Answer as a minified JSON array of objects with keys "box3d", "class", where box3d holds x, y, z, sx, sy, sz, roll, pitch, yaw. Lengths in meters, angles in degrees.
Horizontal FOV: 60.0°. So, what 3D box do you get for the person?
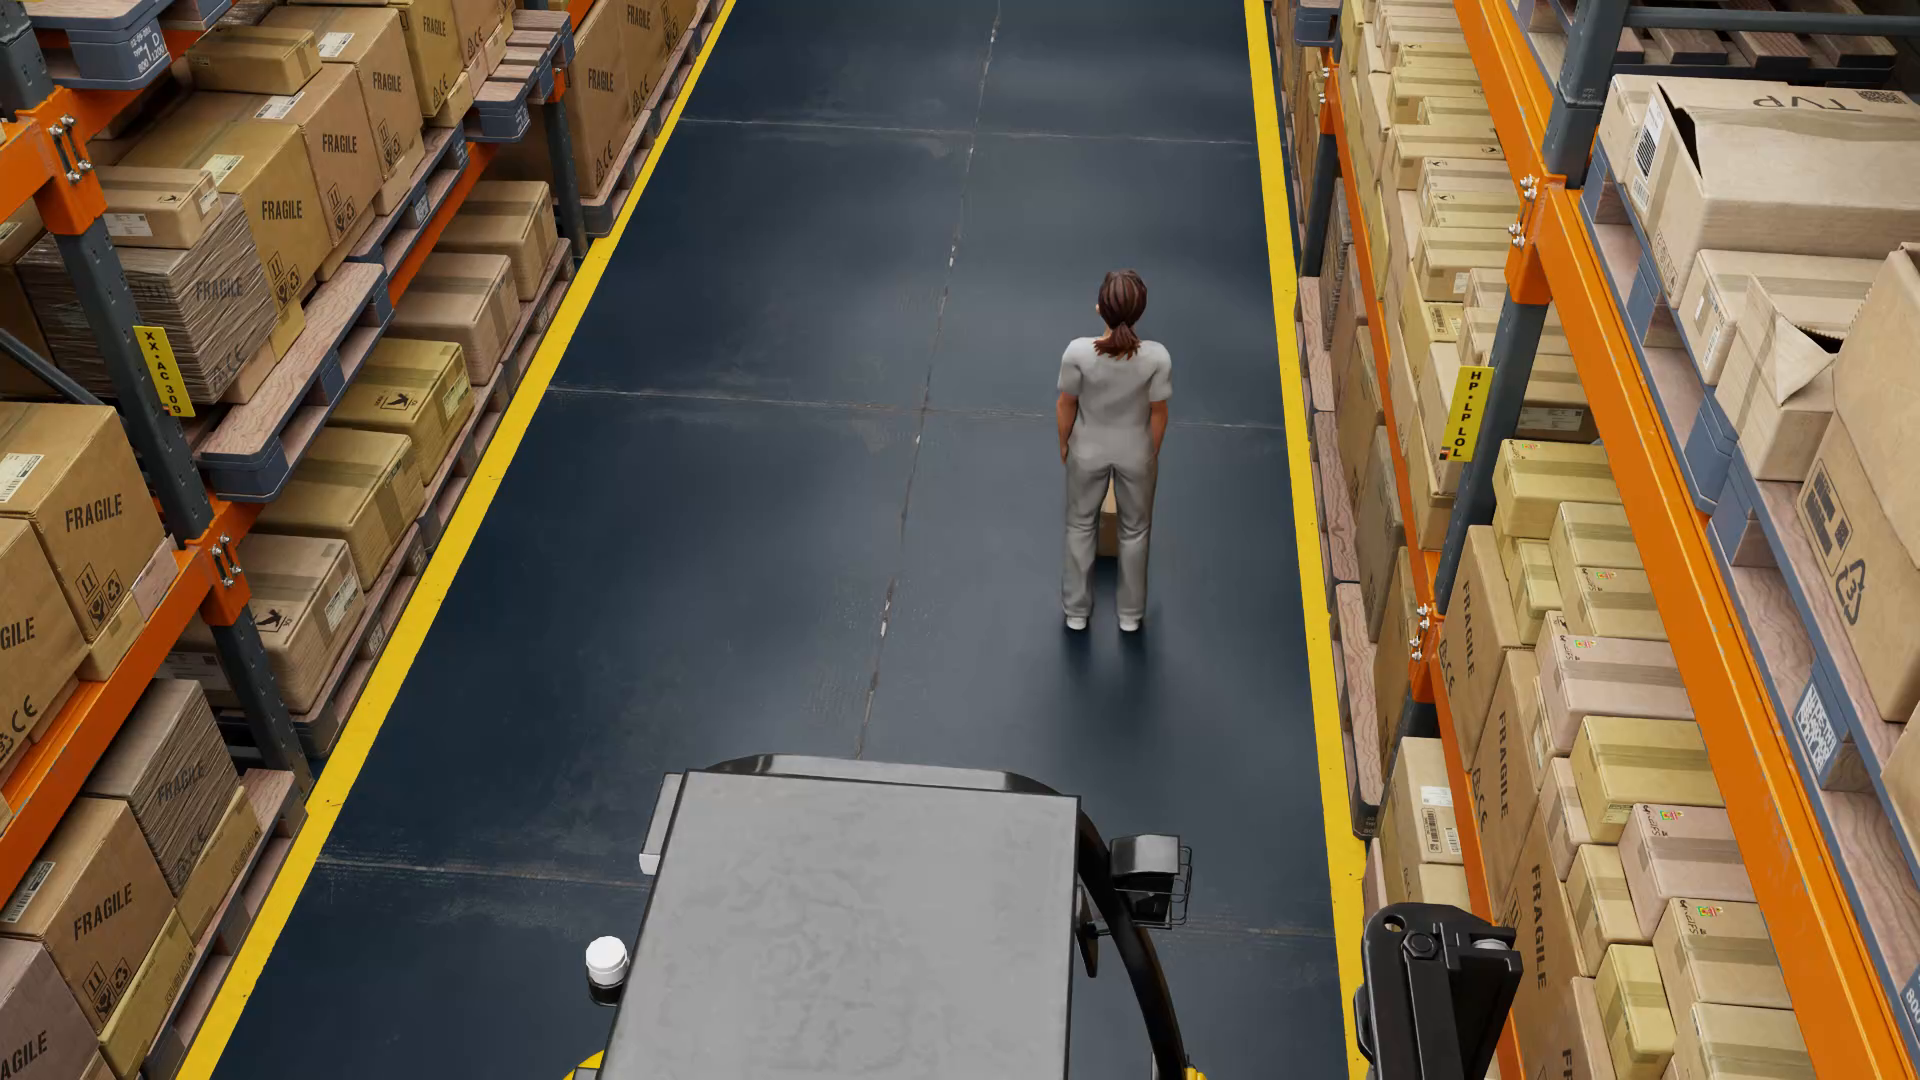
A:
[{"box3d":[0.590,-0.331,6.557,0.437,1.670,0.365,4,40,5],"class":"person"}]
